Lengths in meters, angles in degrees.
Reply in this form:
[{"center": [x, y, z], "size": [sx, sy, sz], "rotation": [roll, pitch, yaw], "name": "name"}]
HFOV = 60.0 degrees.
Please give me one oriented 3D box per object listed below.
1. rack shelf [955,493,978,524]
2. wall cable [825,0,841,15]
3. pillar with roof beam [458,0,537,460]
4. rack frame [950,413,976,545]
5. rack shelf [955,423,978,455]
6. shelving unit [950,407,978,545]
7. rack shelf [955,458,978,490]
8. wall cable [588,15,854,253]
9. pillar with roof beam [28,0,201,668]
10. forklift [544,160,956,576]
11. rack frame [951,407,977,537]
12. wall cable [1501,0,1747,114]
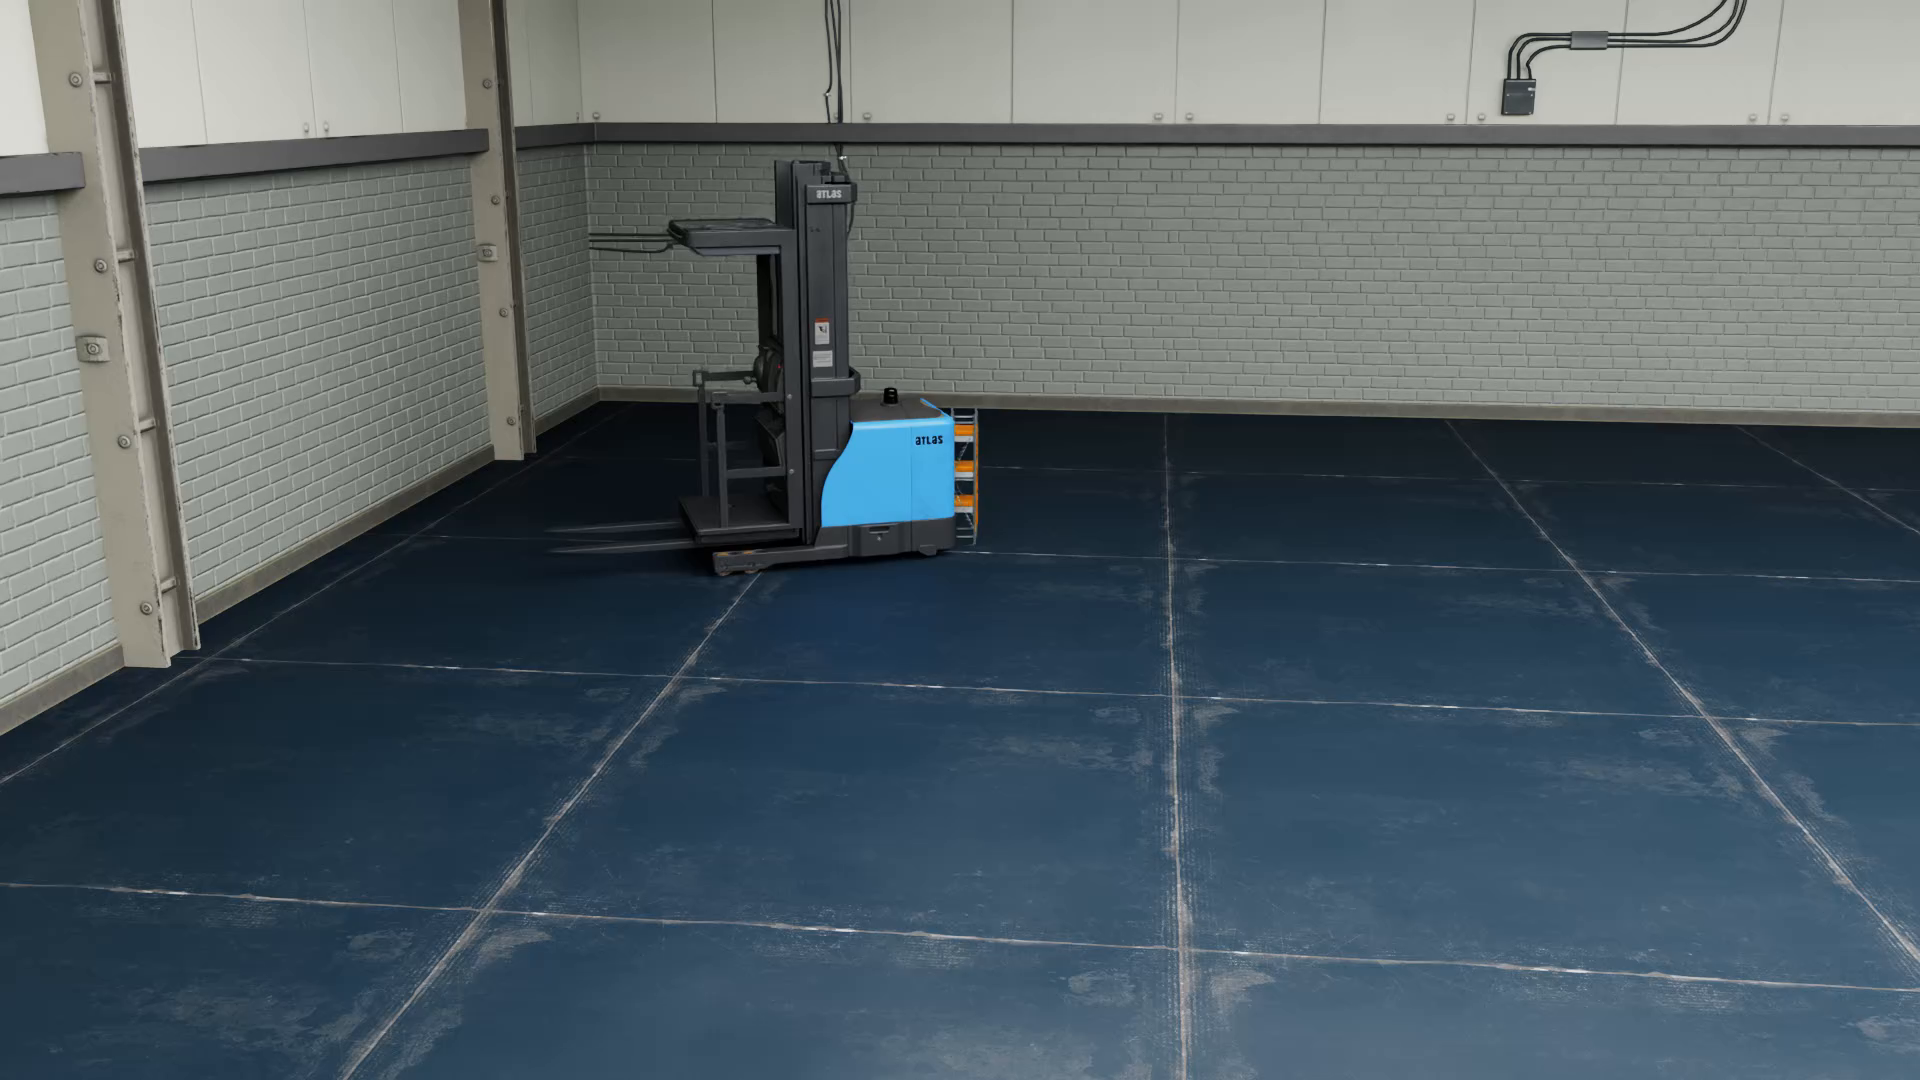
[{"center": [0.027, -0.219, 13.067], "size": [0.215, 0.259, 0.240], "rotation": [1, 15, 2], "name": "rack shelf"}, {"center": [-0.011, -6.752, 17.168], "size": [3.097, 2.526, 0.112], "rotation": [2, 15, 6], "name": "wall cable"}, {"center": [-0.068, -5.041, 14.566], "size": [9.100, 9.000, 0.400], "rotation": [2, 15, 6], "name": "pillar with roof beam"}, {"center": [0.023, -0.466, 12.874], "size": [0.200, 1.050, 0.008], "rotation": [1, 15, 2], "name": "rack frame"}, {"center": [0.028, -0.762, 12.921], "size": [0.215, 0.259, 0.240], "rotation": [1, 15, 2], "name": "rack shelf"}, {"center": [0.027, -0.498, 12.992], "size": [0.215, 1.050, 0.252], "rotation": [1, 15, 2], "name": "shelving unit"}, {"center": [0.027, -0.488, 12.995], "size": [0.215, 0.259, 0.240], "rotation": [1, 15, 2], "name": "rack shelf"}, {"center": [-2.699, -4.394, 18.122], "size": [3.097, 2.526, 0.112], "rotation": [2, 15, 6], "name": "wall cable"}, {"center": [-0.745, -3.485, 8.811], "size": [9.100, 9.000, 0.400], "rotation": [2, 15, 6], "name": "pillar with roof beam"}, {"center": [-1.603, -1.306, 12.378], "size": [3.031, 2.935, 1.130], "rotation": [-4, 16, -16], "name": "forklift"}, {"center": [0.032, -0.530, 13.110], "size": [0.200, 1.050, 0.008], "rotation": [1, 15, 2], "name": "rack frame"}, {"center": [6.732, -7.251, 16.223], "size": [2.305, 6.003, 0.169], "rotation": [2, 15, 6], "name": "wall cable"}]
